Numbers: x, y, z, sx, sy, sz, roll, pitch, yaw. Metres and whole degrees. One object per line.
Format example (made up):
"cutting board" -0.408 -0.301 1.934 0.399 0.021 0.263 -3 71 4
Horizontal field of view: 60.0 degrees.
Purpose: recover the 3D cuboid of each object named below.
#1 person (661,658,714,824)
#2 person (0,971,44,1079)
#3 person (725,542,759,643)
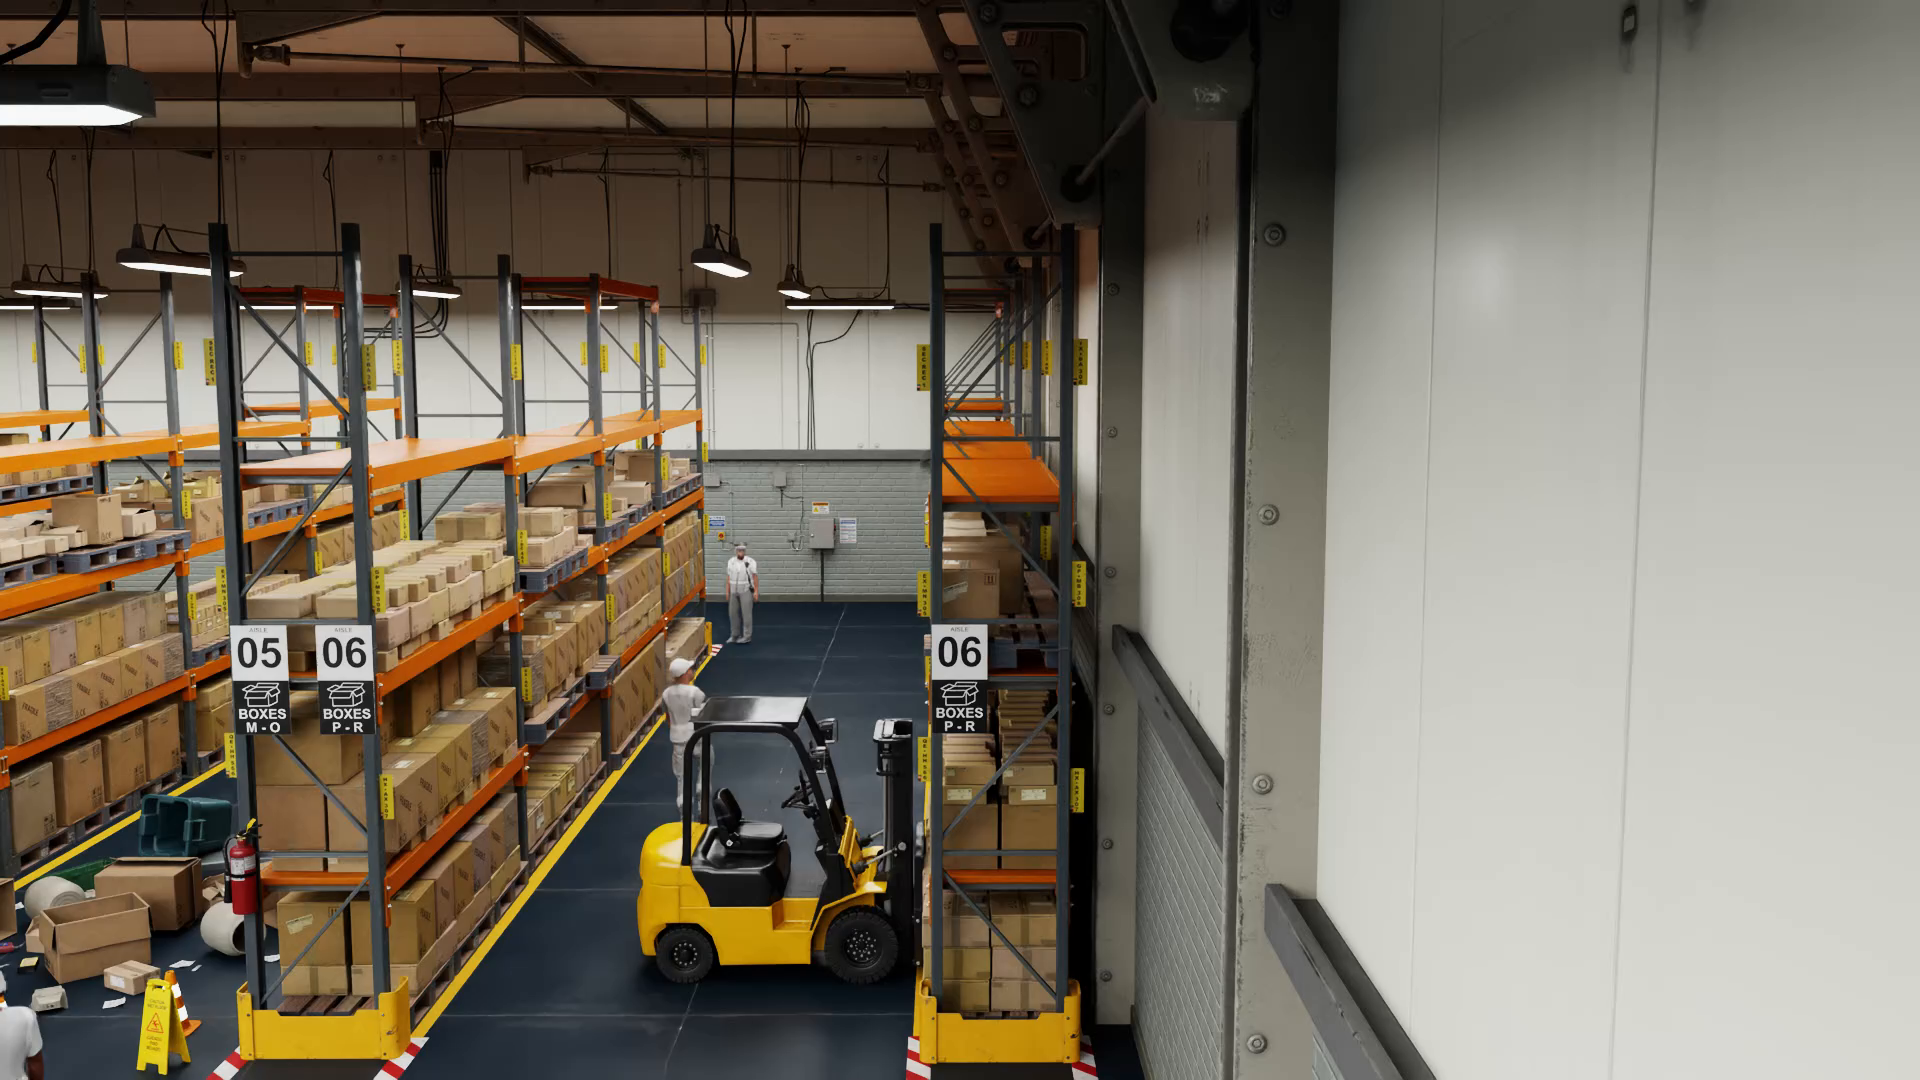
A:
"person" -2.780 2.078 16.995 0.519 1.809 0.622 -1 7 -6
"person" -5.356 3.222 9.234 0.379 1.785 0.666 1 7 9
"person" -3.806 0.930 29.018 0.599 1.818 0.442 3 7 26
